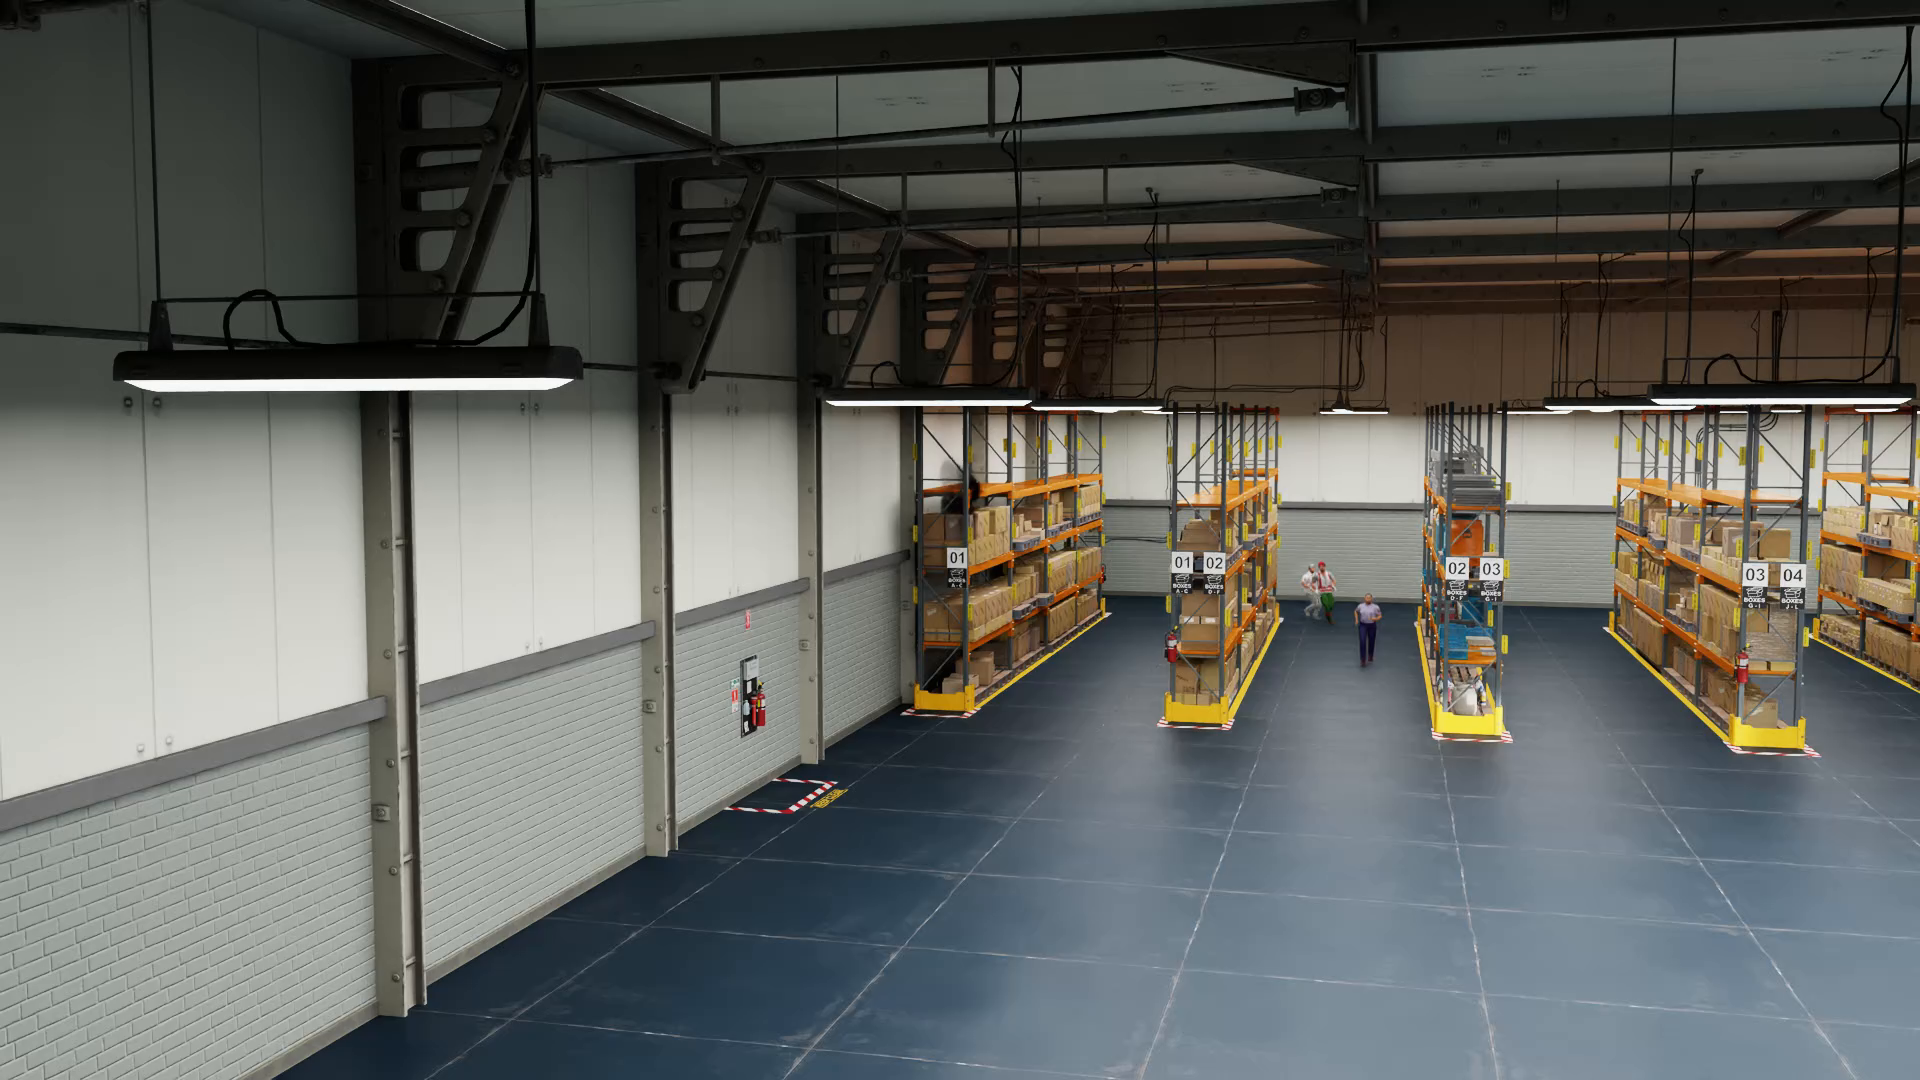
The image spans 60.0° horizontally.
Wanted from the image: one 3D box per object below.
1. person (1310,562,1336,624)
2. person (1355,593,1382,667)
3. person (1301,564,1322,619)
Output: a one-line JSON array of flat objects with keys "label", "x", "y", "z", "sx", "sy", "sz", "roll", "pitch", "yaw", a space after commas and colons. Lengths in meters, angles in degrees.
[{"label": "person", "x": 10.058, "y": 1.459, "z": 45.997, "sx": 0.705, "sy": 1.717, "sz": 0.630, "roll": 0, "pitch": 4, "yaw": -6}, {"label": "person", "x": 9.409, "y": 2.051, "z": 38.371, "sx": 0.610, "sy": 1.657, "sz": 0.883, "roll": 1, "pitch": 4, "yaw": 14}, {"label": "person", "x": 9.978, "y": 1.463, "z": 47.042, "sx": 0.608, "sy": 1.594, "sz": 0.526, "roll": -4, "pitch": 6, "yaw": -44}]
